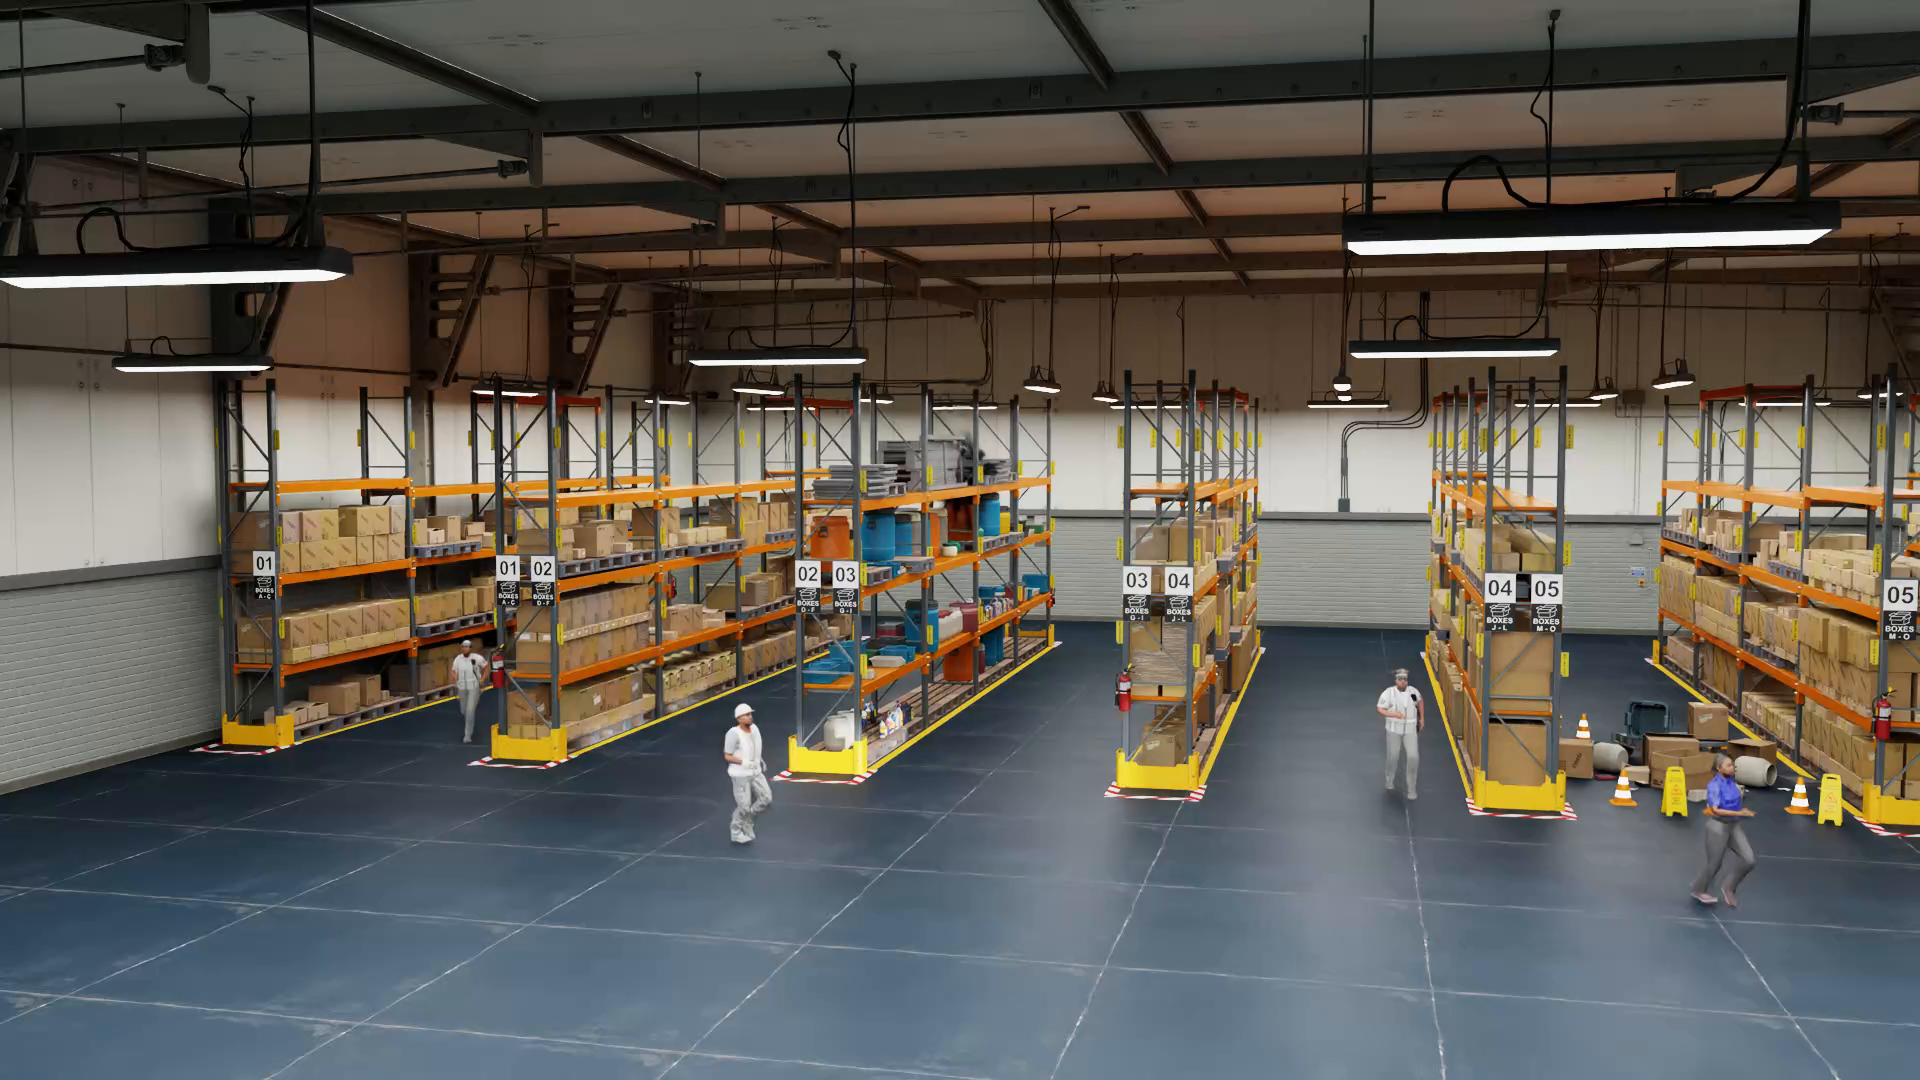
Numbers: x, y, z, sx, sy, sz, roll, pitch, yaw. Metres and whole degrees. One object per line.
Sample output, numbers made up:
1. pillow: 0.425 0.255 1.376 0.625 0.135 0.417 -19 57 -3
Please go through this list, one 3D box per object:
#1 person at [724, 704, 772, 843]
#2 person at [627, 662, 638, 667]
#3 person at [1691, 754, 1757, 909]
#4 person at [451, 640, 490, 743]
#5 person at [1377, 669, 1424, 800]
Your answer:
1. person: -2.592 2.883 20.502 0.615 1.735 0.651 3 4 38
2. person: -6.692 2.116 34.053 0.666 1.721 0.841 0 3 7
3. person: 8.172 3.115 17.738 0.544 1.664 0.688 -2 4 -30
4. person: -8.227 2.506 27.941 0.615 1.677 0.914 0 3 3
5. person: 6.214 2.718 23.429 0.690 1.843 0.769 0 3 2
